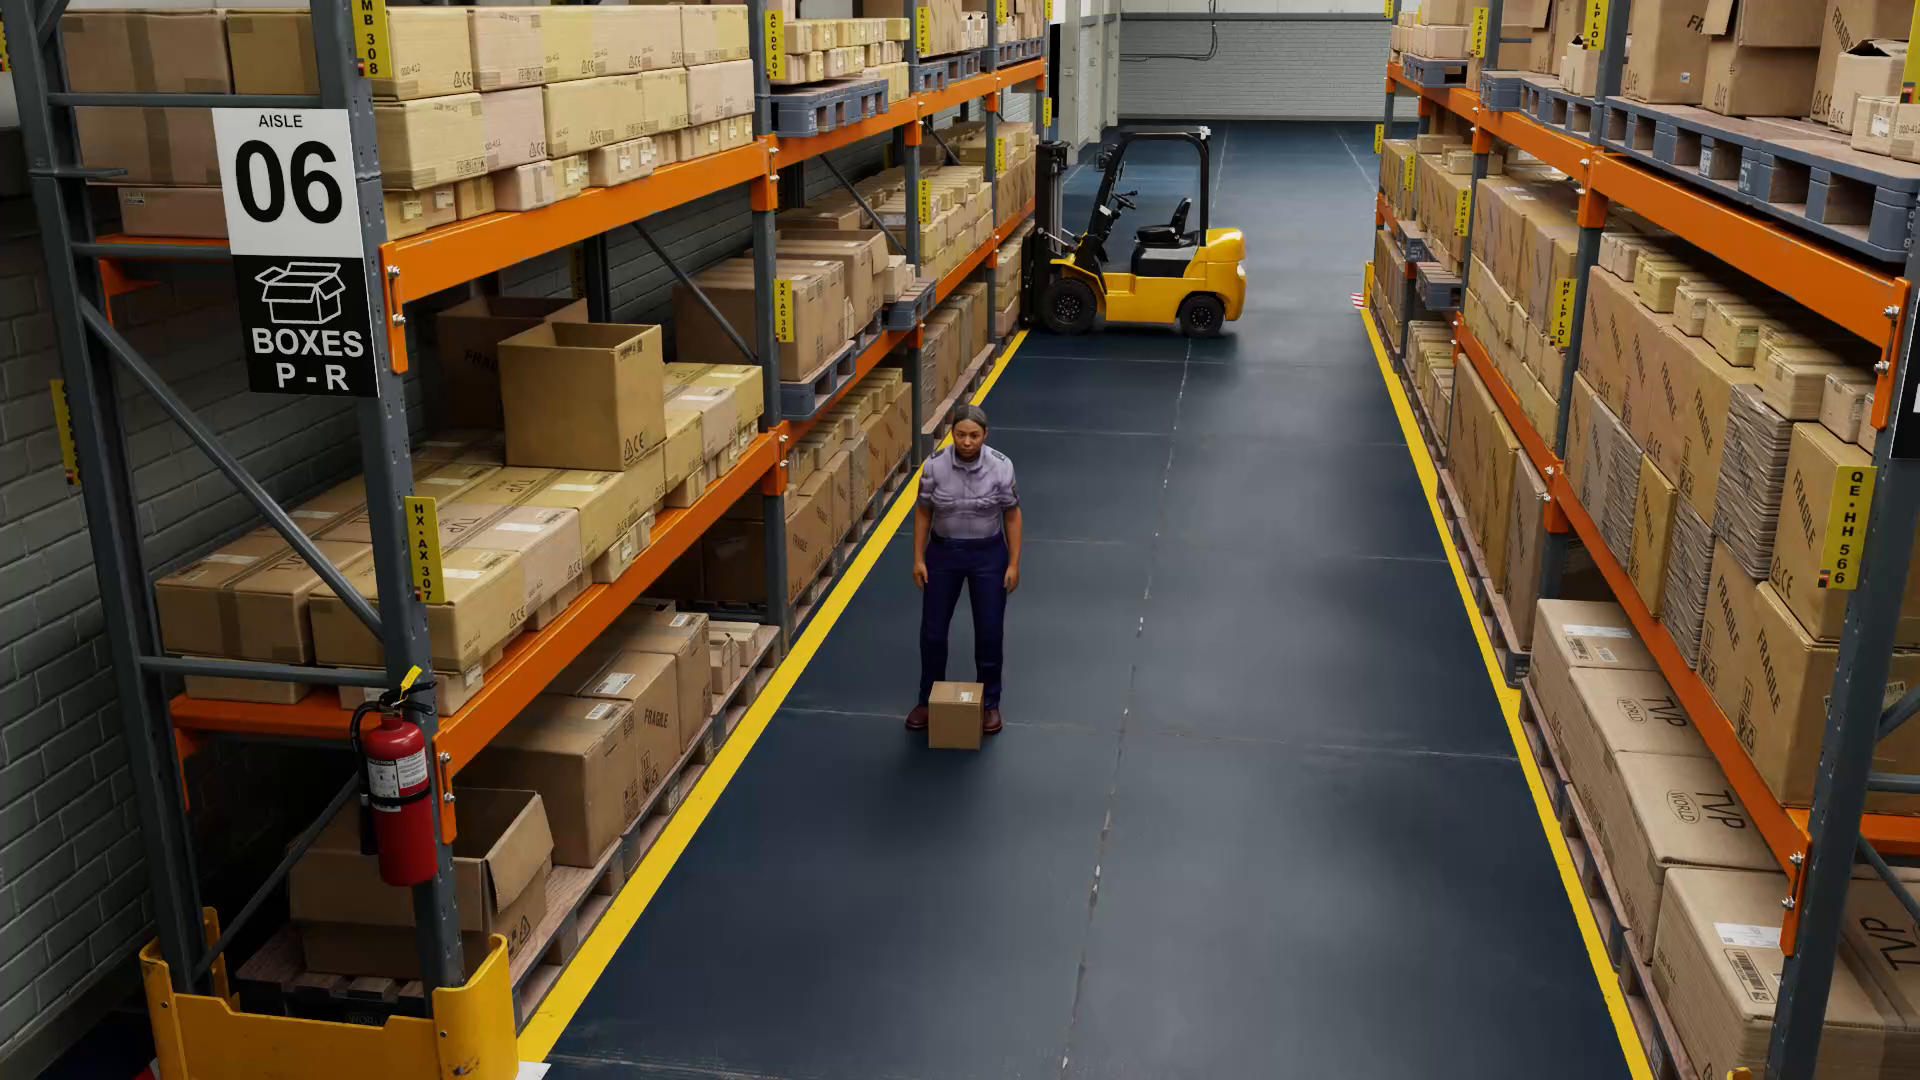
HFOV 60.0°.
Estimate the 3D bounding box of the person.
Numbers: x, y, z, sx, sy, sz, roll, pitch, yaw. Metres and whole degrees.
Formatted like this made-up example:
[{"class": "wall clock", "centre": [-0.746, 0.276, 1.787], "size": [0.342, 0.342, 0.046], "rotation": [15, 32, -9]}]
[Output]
[{"class": "person", "centre": [0.017, 0.136, 8.172], "size": [0.563, 1.638, 0.327], "rotation": [2, 18, 6]}]
